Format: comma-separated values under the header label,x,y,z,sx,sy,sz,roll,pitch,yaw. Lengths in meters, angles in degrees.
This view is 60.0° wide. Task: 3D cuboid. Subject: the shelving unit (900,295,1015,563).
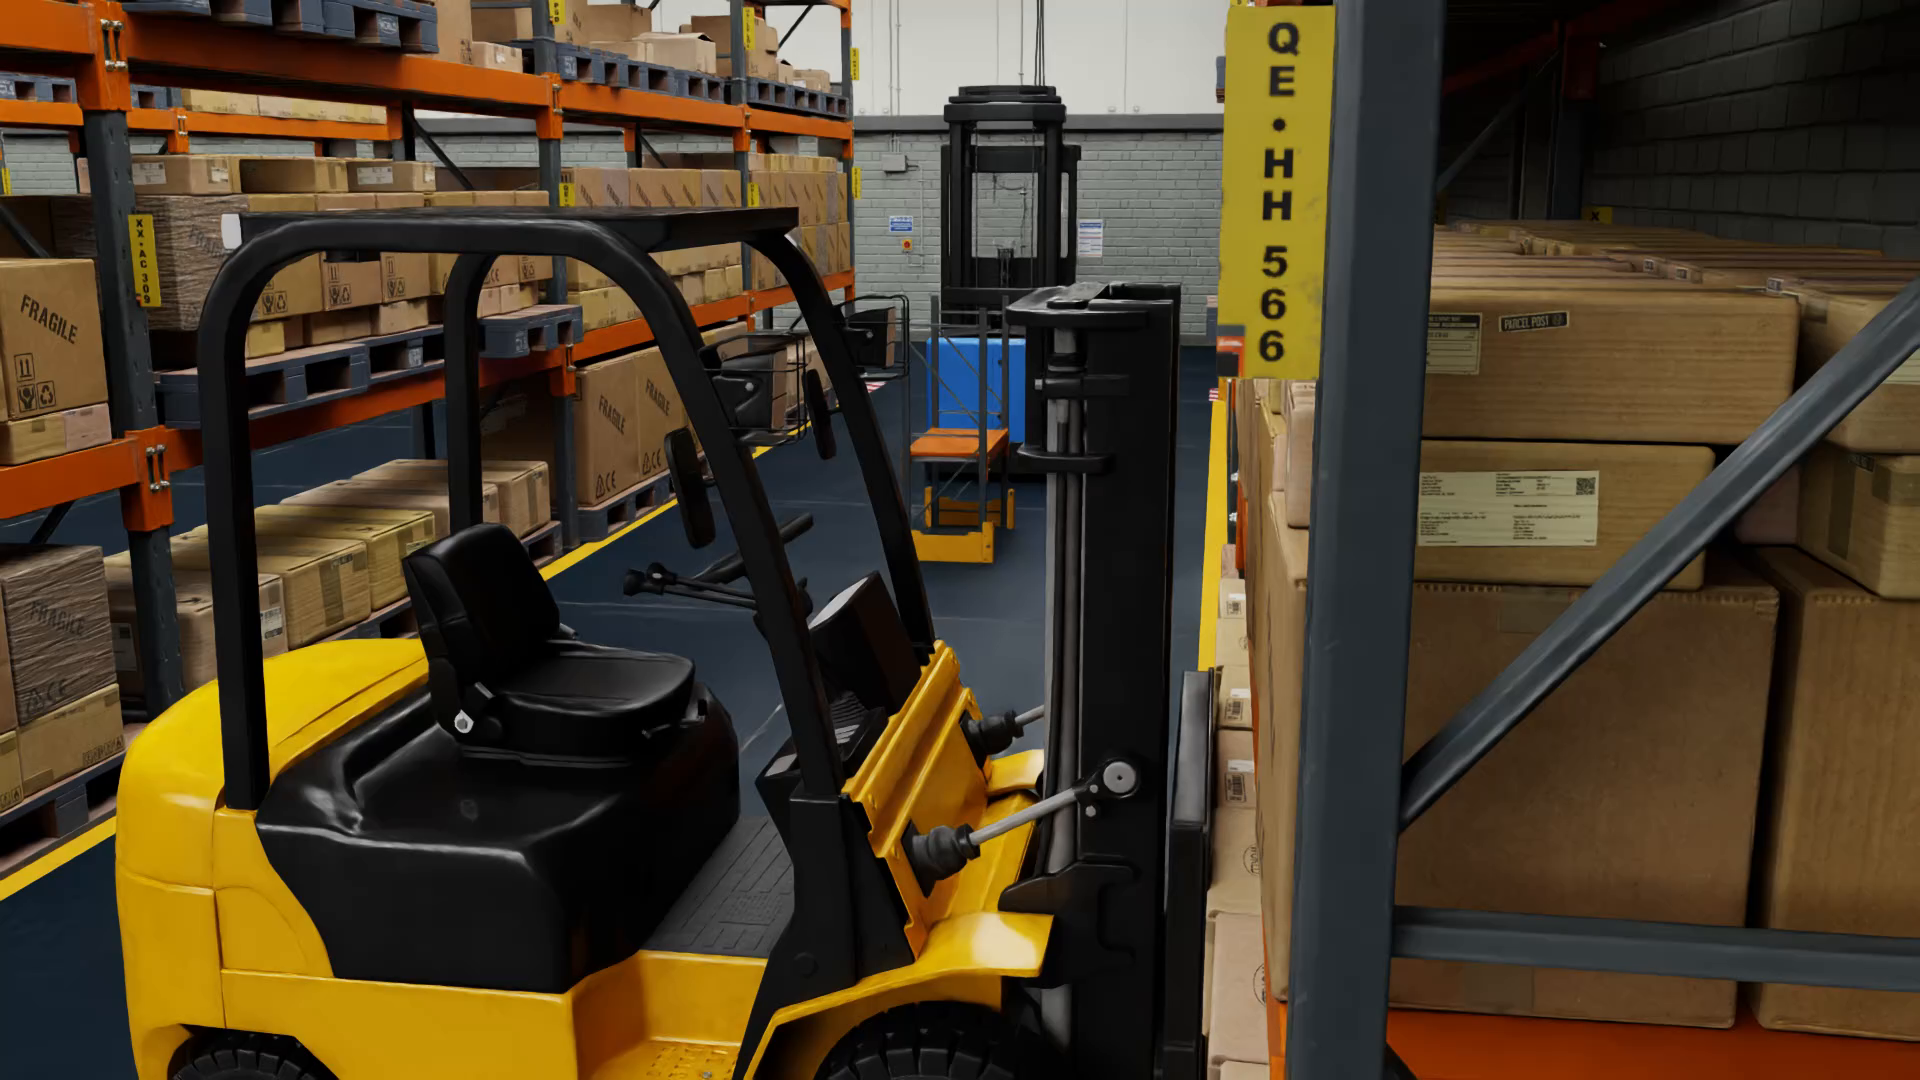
label,x,y,z,sx,sy,sz,roll,pitch,yaw
shelving unit,-0.012,-0.717,10.262,0.587,1.500,1.083,2,12,9

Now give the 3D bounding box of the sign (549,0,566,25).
label,x,y,z,sx,sy,sz,roll,pitch,yaw
sign,-2.321,-3.131,9.552,0.100,0.325,0.005,2,12,9

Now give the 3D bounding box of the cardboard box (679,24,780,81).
label,x,y,z,sx,sy,sz,roll,pitch,yaw
cardboard box,-2.066,-4.315,14.796,0.797,0.503,0.637,3,12,13

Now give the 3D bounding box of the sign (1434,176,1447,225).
label,x,y,z,sx,sy,sz,roll,pitch,yaw
sign,2.597,-1.818,9.062,0.100,0.325,0.005,2,12,9

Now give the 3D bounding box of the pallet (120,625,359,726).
label,x,y,z,sx,sy,sz,roll,pitch,yaw
pallet,-3.354,0.604,7.189,1.003,0.211,1.213,2,12,9

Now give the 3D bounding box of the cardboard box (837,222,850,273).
label,x,y,z,sx,sy,sz,roll,pitch,yaw
cardboard box,-1.439,-3.035,17.218,0.500,0.500,0.500,2,12,9

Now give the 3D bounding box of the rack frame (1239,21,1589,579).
label,x,y,z,sx,sy,sz,roll,pitch,yaw
rack frame,1.433,-0.437,5.400,1.000,3.000,0.127,2,12,9

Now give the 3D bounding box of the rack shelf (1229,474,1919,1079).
label,x,y,z,sx,sy,sz,roll,pitch,yaw
rack shelf,1.126,0.331,3.544,1.077,0.370,4.000,2,12,9

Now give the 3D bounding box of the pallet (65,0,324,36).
label,x,y,z,sx,sy,sz,roll,pitch,yaw
pallet,-3.272,-2.096,6.427,1.213,0.211,1.003,2,12,9

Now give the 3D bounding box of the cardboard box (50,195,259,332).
label,x,y,z,sx,sy,sz,roll,pitch,yaw
cardboard box,-3.117,-1.085,6.466,0.500,0.500,0.500,2,12,10

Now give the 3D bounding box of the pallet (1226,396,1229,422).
label,x,y,z,sx,sy,sz,roll,pitch,yaw
pallet,2.955,-1.136,15.266,1.003,0.211,1.213,2,12,9

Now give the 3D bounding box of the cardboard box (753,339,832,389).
label,x,y,z,sx,sy,sz,roll,pitch,yaw
cardboard box,-1.762,-1.716,16.422,0.875,0.438,0.875,2,12,10

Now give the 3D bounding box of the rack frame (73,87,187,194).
label,x,y,z,sx,sy,sz,roll,pitch,yaw
rack frame,-7.148,-2.402,14.517,1.000,3.000,0.127,2,12,9

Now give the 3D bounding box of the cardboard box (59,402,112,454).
label,x,y,z,sx,sy,sz,roll,pitch,yaw
cardboard box,-3.220,-0.397,5.813,0.380,0.149,0.250,2,12,8

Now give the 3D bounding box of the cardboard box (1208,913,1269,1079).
label,x,y,z,sx,sy,sz,roll,pitch,yaw
cardboard box,0.653,0.834,2.662,0.500,0.250,0.500,2,12,10

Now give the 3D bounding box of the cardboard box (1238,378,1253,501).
label,x,y,z,sx,sy,sz,roll,pitch,yaw
cardboard box,1.107,-0.402,5.000,0.500,0.500,0.500,2,12,7

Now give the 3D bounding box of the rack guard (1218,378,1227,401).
label,x,y,z,sx,sy,sz,roll,pitch,yaw
rack guard,3.267,-1.697,17.181,1.175,0.500,0.348,2,12,9

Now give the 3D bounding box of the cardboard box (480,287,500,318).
label,x,y,z,sx,sy,sz,roll,pitch,yaw
cardboard box,-2.686,-1.272,8.875,0.380,0.149,0.250,1,12,6

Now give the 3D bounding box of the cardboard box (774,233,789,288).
label,x,y,z,sx,sy,sz,roll,pitch,yaw
cardboard box,-1.829,-2.505,14.759,0.500,0.500,0.500,2,12,9

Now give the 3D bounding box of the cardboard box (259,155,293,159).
label,x,y,z,sx,sy,sz,roll,pitch,yaw
cardboard box,-6.665,-3.383,15.754,0.500,0.500,0.500,2,12,10

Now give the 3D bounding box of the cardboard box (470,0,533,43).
label,x,y,z,sx,sy,sz,roll,pitch,yaw
cardboard box,-2.948,-3.235,10.022,0.797,0.503,0.637,1,12,5

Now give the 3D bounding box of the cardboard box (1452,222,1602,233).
label,x,y,z,sx,sy,sz,roll,pitch,yaw
cardboard box,1.603,-0.821,4.700,0.380,0.149,0.250,2,12,7

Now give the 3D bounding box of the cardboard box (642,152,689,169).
label,x,y,z,sx,sy,sz,roll,pitch,yaw
cardboard box,-2.509,-3.191,14.031,0.380,0.149,0.250,2,12,7

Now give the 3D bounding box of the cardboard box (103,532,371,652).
label,x,y,z,sx,sy,sz,roll,pitch,yaw
cardboard box,-3.287,0.223,7.577,0.950,0.372,0.625,3,12,12

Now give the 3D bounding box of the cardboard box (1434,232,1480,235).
label,x,y,z,sx,sy,sz,roll,pitch,yaw
cardboard box,0.971,-0.621,3.770,0.380,0.149,0.250,2,12,8

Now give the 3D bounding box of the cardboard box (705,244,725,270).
label,x,y,z,sx,sy,sz,roll,pitch,yaw
cardboard box,-2.139,-2.229,12.887,0.500,0.250,0.500,2,12,10

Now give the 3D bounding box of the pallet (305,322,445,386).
label,x,y,z,sx,sy,sz,roll,pitch,yaw
pallet,-3.121,-0.922,8.108,1.003,0.211,1.213,2,12,9

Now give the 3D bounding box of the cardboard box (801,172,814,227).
label,x,y,z,sx,sy,sz,roll,pitch,yaw
cardboard box,-1.675,-3.207,15.645,0.500,0.500,0.500,2,12,8

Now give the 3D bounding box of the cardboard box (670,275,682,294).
label,x,y,z,sx,sy,sz,roll,pitch,yaw
cardboard box,-2.313,-1.769,11.939,0.500,0.250,0.500,2,12,9

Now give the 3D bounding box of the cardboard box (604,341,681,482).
label,x,y,z,sx,sy,sz,roll,pitch,yaw
cardboard box,-2.527,-0.923,11.702,0.875,0.875,0.875,2,12,9

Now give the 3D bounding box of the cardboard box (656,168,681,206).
label,x,y,z,sx,sy,sz,roll,pitch,yaw
cardboard box,-2.297,-2.378,11.795,0.500,0.500,0.500,2,12,10

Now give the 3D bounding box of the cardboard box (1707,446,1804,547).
label,x,y,z,sx,sy,sz,roll,pitch,yaw
cardboard box,1.102,-0.086,1.994,0.380,0.149,0.250,2,12,9

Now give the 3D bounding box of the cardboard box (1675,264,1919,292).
label,x,y,z,sx,sy,sz,roll,pitch,yaw
cardboard box,1.181,-0.287,2.223,0.380,0.149,0.250,2,12,10

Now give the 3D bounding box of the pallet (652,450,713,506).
label,x,y,z,sx,sy,sz,roll,pitch,yaw
pallet,-2.471,-0.481,12.225,1.003,0.211,1.213,2,12,9

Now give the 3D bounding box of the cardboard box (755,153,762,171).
label,x,y,z,sx,sy,sz,roll,pitch,yaw
cardboard box,-1.913,-3.228,14.202,0.380,0.149,0.250,2,12,9

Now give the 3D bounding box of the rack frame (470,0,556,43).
label,x,y,z,sx,sy,sz,roll,pitch,yaw
rack frame,-2.857,-4.362,9.374,1.000,3.000,0.127,2,12,9

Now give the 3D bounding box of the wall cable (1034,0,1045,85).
label,x,y,z,sx,sy,sz,roll,pitch,yaw
wall cable,2.459,-7.116,22.064,2.988,3.039,0.133,2,12,9

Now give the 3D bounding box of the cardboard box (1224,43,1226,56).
label,x,y,z,sx,sy,sz,roll,pitch,yaw
cardboard box,2.150,-3.598,12.310,0.380,0.149,0.250,2,12,9

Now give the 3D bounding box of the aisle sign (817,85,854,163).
label,x,y,z,sx,sy,sz,roll,pitch,yaw
aisle sign,-1.309,-4.371,17.483,0.394,0.787,0.004,2,12,9

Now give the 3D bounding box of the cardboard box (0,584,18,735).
label,x,y,z,sx,sy,sz,roll,pitch,yaw
cardboard box,-3.374,0.413,5.206,0.500,0.500,0.500,2,12,10

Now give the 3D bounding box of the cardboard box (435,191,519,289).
label,x,y,z,sx,sy,sz,roll,pitch,yaw
cardboard box,-2.721,-1.617,8.938,0.500,0.500,0.500,2,12,8

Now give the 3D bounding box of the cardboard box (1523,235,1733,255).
label,x,y,z,sx,sy,sz,roll,pitch,yaw
cardboard box,1.384,-0.555,3.464,0.380,0.149,0.250,2,12,10

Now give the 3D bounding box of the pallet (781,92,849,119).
label,x,y,z,sx,sy,sz,roll,pitch,yaw
pallet,-1.730,-4.363,16.709,1.003,0.211,1.213,2,12,9

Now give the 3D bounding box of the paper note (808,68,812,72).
label,x,y,z,sx,sy,sz,roll,pitch,yaw
paper note,-1.374,-4.312,15.257,0.006,0.032,0.123,2,12,9

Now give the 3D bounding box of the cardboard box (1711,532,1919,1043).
label,x,y,z,sx,sy,sz,roll,pitch,yaw
cardboard box,1.169,0.253,1.963,0.500,0.500,0.500,2,12,10

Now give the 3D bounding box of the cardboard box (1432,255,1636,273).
label,x,y,z,sx,sy,sz,roll,pitch,yaw
cardboard box,0.797,-0.354,2.533,0.380,0.149,0.250,2,12,9

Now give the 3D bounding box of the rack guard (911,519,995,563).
label,x,y,z,sx,sy,sz,roll,pitch,yaw
rack guard,-0.088,-0.003,9.912,0.587,0.250,0.087,2,12,9

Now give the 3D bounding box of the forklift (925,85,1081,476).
label,x,y,z,sx,sy,sz,roll,pitch,yaw
forklift,0.418,-2.181,13.658,1.130,2.935,3.031,1,12,7

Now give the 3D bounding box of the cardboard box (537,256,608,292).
label,x,y,z,sx,sy,sz,roll,pitch,yaw
cardboard box,-2.535,-1.698,10.422,0.500,0.250,0.500,2,12,8

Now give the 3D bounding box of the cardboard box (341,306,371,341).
label,x,y,z,sx,sy,sz,roll,pitch,yaw
cardboard box,-2.939,-1.001,7.617,0.380,0.149,0.250,2,12,9

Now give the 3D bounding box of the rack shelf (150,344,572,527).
label,x,y,z,sx,sy,sz,roll,pitch,yaw
rack shelf,-3.164,-0.661,8.150,1.077,0.370,4.000,2,12,9

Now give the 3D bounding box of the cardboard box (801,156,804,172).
label,x,y,z,sx,sy,sz,roll,pitch,yaw
cardboard box,-1.685,-3.547,15.681,0.380,0.149,0.250,2,12,10

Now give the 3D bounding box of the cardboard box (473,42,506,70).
label,x,y,z,sx,sy,sz,roll,pitch,yaw
cardboard box,-2.728,-2.649,9.140,0.380,0.149,0.250,2,12,9

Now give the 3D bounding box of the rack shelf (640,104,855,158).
label,x,y,z,sx,sy,sz,roll,pitch,yaw
rack shelf,-1.934,-3.793,15.562,1.077,0.370,4.000,2,12,9

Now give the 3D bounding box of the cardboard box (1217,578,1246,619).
label,x,y,z,sx,sy,sz,roll,pitch,yaw
cardboard box,1.049,0.304,5.120,0.500,0.250,0.500,2,12,8

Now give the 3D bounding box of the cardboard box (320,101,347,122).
label,x,y,z,sx,sy,sz,roll,pitch,yaw
cardboard box,-6.502,-4.315,16.630,0.500,0.250,0.500,2,12,11

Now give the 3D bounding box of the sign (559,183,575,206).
label,x,y,z,sx,sy,sz,roll,pitch,yaw
sign,-2.319,-1.941,9.820,0.100,0.325,0.005,2,12,9
